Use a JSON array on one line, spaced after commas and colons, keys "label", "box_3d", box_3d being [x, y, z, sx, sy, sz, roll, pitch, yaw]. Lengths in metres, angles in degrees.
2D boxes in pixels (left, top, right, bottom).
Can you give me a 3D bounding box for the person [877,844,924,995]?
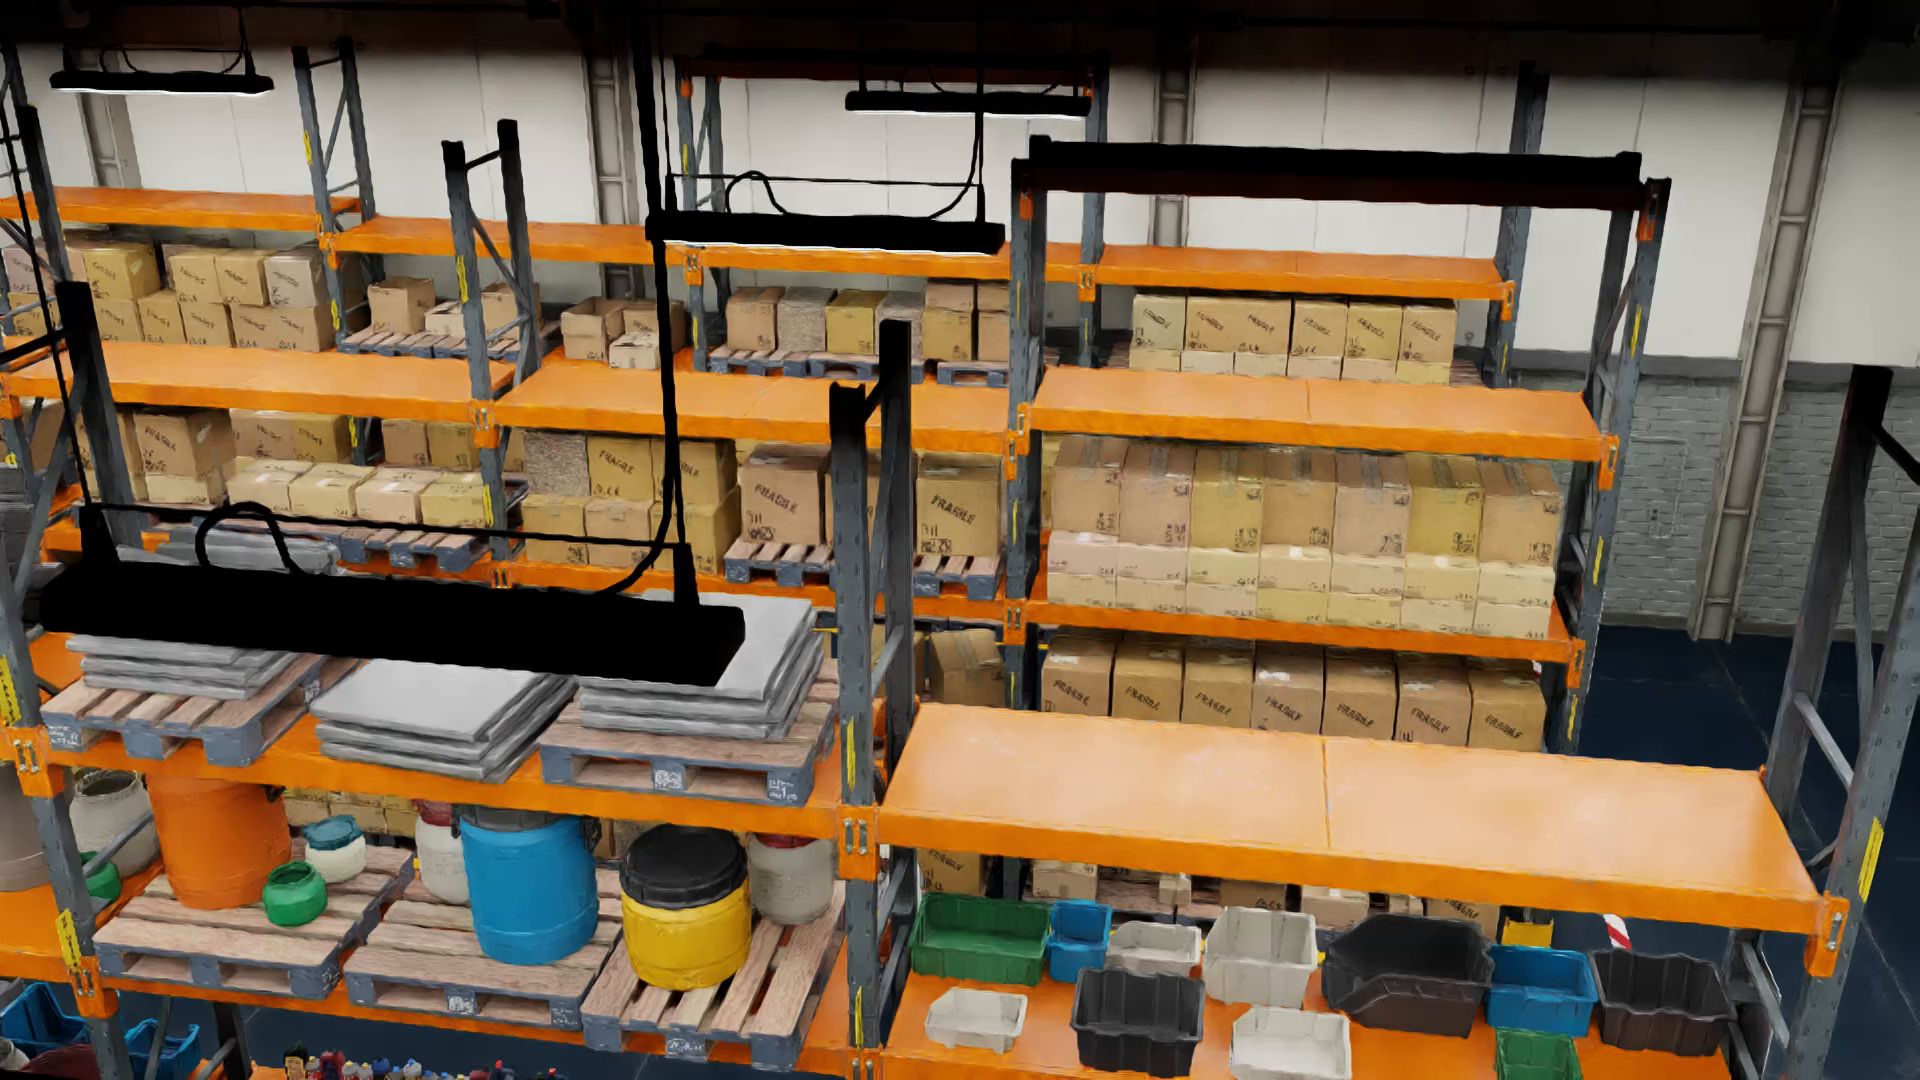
[{"label": "person", "box_3d": [-0.388, 2.778, 11.636, 0.574, 1.725, 0.677, 3, 23, 7]}]
